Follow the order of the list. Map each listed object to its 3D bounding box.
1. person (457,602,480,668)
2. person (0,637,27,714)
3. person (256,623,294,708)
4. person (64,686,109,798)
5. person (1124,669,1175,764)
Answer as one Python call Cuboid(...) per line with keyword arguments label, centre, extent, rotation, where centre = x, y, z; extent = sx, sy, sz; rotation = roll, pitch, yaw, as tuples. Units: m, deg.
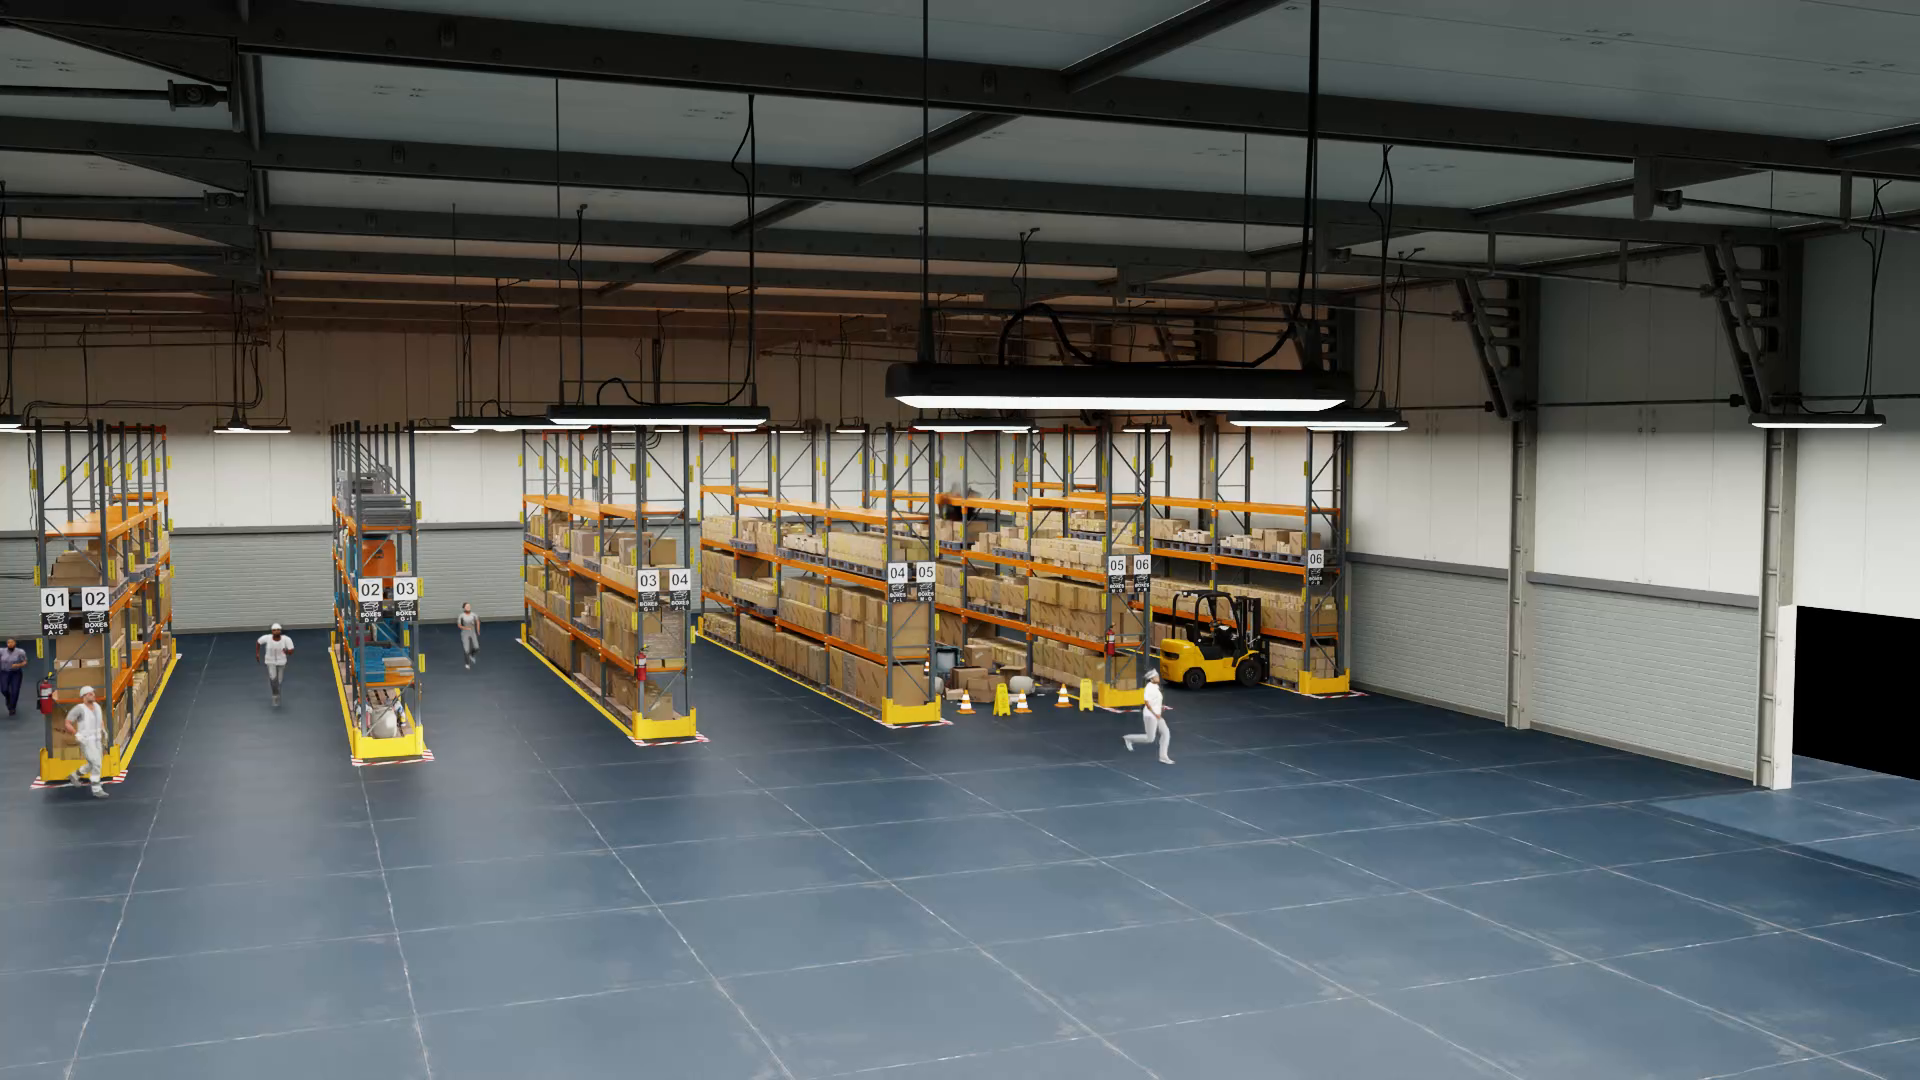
Cuboid(label="person", centre=(-12.098, 2.355, 41.035), extent=(0.572, 1.633, 0.578), rotation=(-2, 4, -31))
Cuboid(label="person", centre=(-19.478, 2.798, 34.087), extent=(0.643, 1.586, 0.654), rotation=(-2, 4, -24))
Cuboid(label="person", centre=(-14.514, 2.648, 35.263), extent=(0.729, 1.784, 0.835), rotation=(-2, 4, -27))
Cuboid(label="person", centre=(-13.888, 3.194, 26.440), extent=(0.801, 1.761, 0.674), rotation=(1, 4, 14))
Cuboid(label="person", centre=(3.343, 3.087, 29.203), extent=(0.891, 1.678, 0.564), rotation=(1, 4, 23))
